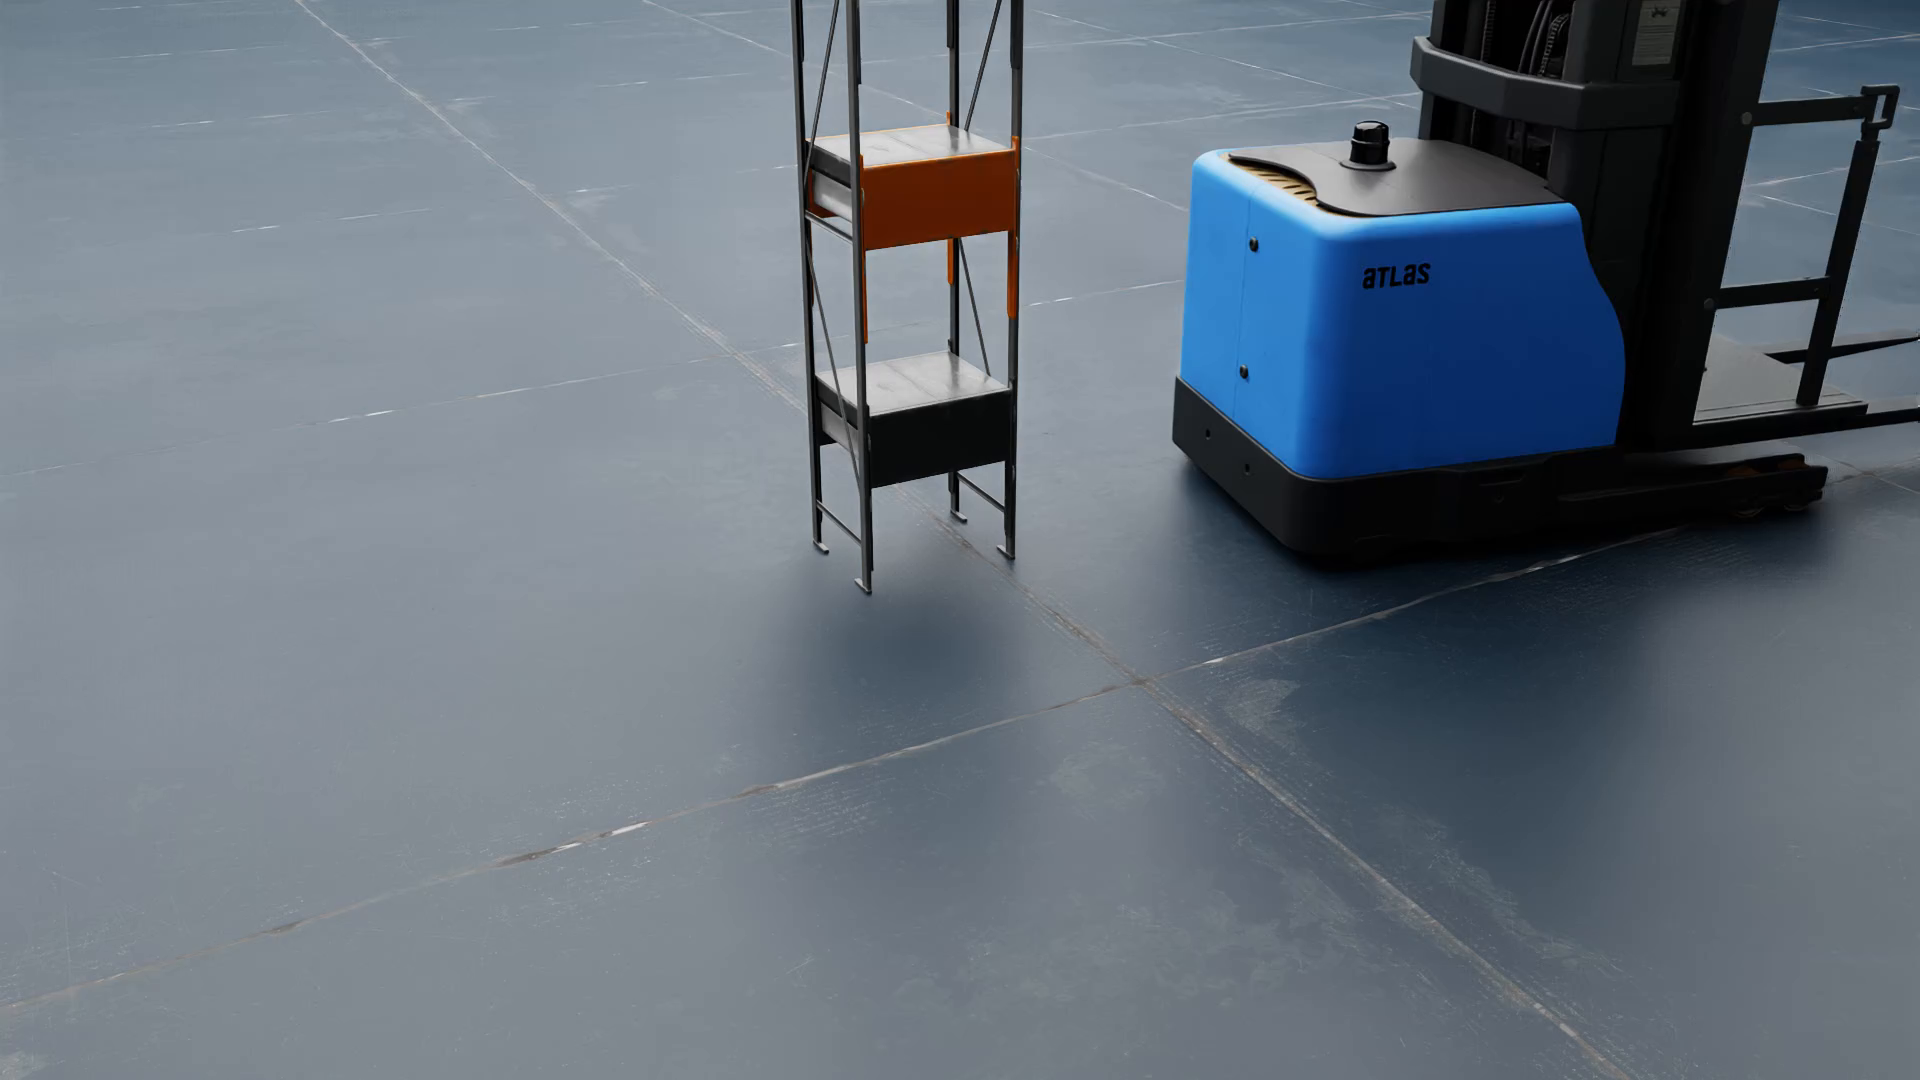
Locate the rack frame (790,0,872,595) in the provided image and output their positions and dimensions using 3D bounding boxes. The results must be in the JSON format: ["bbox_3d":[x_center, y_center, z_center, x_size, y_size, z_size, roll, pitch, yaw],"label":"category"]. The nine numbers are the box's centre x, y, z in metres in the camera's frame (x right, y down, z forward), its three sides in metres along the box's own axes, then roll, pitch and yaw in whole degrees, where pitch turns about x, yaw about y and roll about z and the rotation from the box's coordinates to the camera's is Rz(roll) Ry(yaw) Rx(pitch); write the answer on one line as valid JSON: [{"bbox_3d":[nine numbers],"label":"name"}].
[{"bbox_3d":[-0.361,-0.863,4.622,0.015,2.100,0.400,-13,29,-25],"label":"rack frame"}]

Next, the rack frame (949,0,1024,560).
[{"bbox_3d":[0.069,-0.963,4.829,0.015,2.100,0.400,-13,29,-25],"label":"rack frame"}]

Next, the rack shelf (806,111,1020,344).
[{"bbox_3d":[-0.146,-0.901,4.731,0.480,0.518,0.431,-13,29,-25],"label":"rack shelf"}]

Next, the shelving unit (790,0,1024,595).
[{"bbox_3d":[-0.146,-0.913,4.725,0.503,2.100,0.431,-13,29,-25],"label":"shelving unit"}]

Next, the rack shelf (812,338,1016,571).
[{"bbox_3d":[-0.146,-0.270,5.034,0.480,0.518,0.431,-13,29,-25],"label":"rack shelf"}]

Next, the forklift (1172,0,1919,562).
[{"bbox_3d":[2.316,-1.603,5.203,3.031,2.935,1.130,-7,27,-15],"label":"forklift"}]

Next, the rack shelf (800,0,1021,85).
[{"bbox_3d":[-0.146,-1.532,4.428,0.480,0.518,0.431,-13,29,-25],"label":"rack shelf"}]
